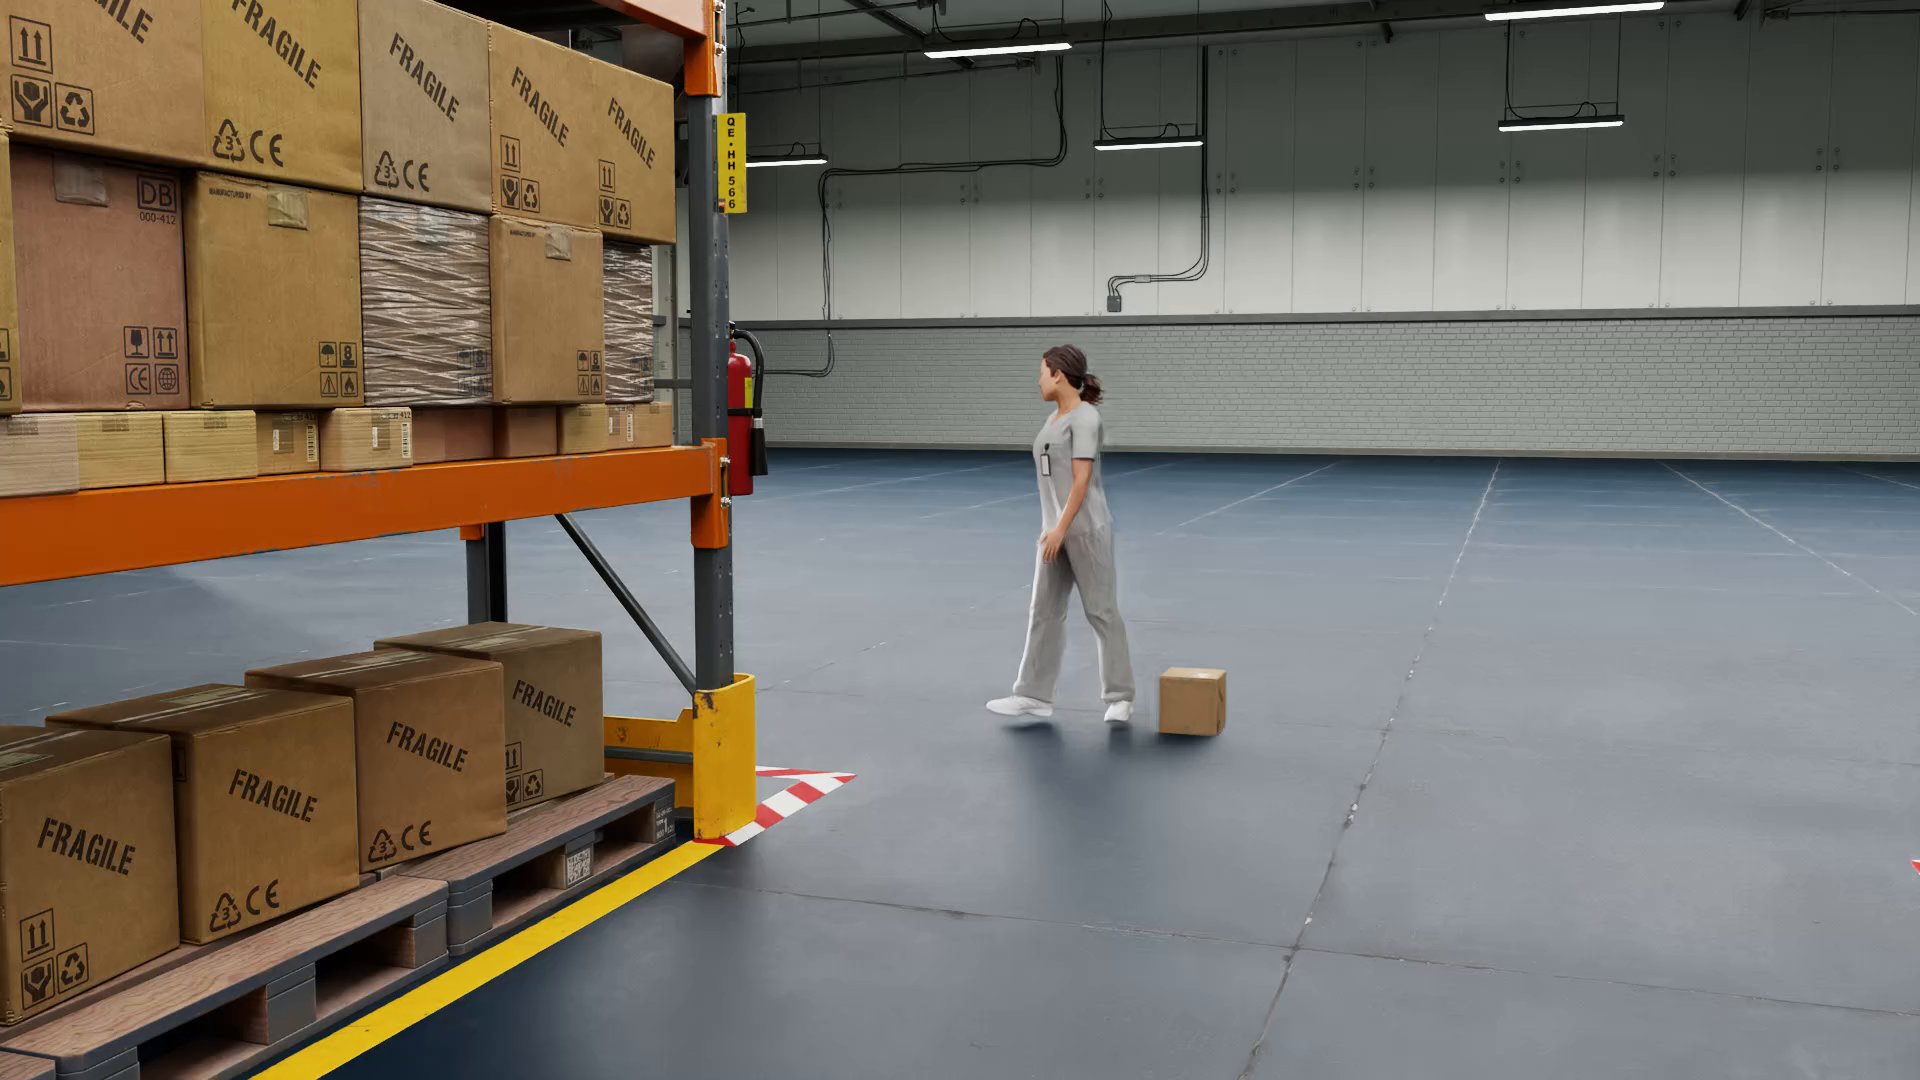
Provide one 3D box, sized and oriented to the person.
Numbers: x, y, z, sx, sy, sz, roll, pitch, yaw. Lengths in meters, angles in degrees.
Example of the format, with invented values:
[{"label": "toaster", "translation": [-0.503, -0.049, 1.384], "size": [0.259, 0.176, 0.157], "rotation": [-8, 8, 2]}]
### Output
[{"label": "person", "translation": [0.465, -0.030, 7.346], "size": [0.638, 1.661, 0.518], "rotation": [-2, 6, -25]}]
